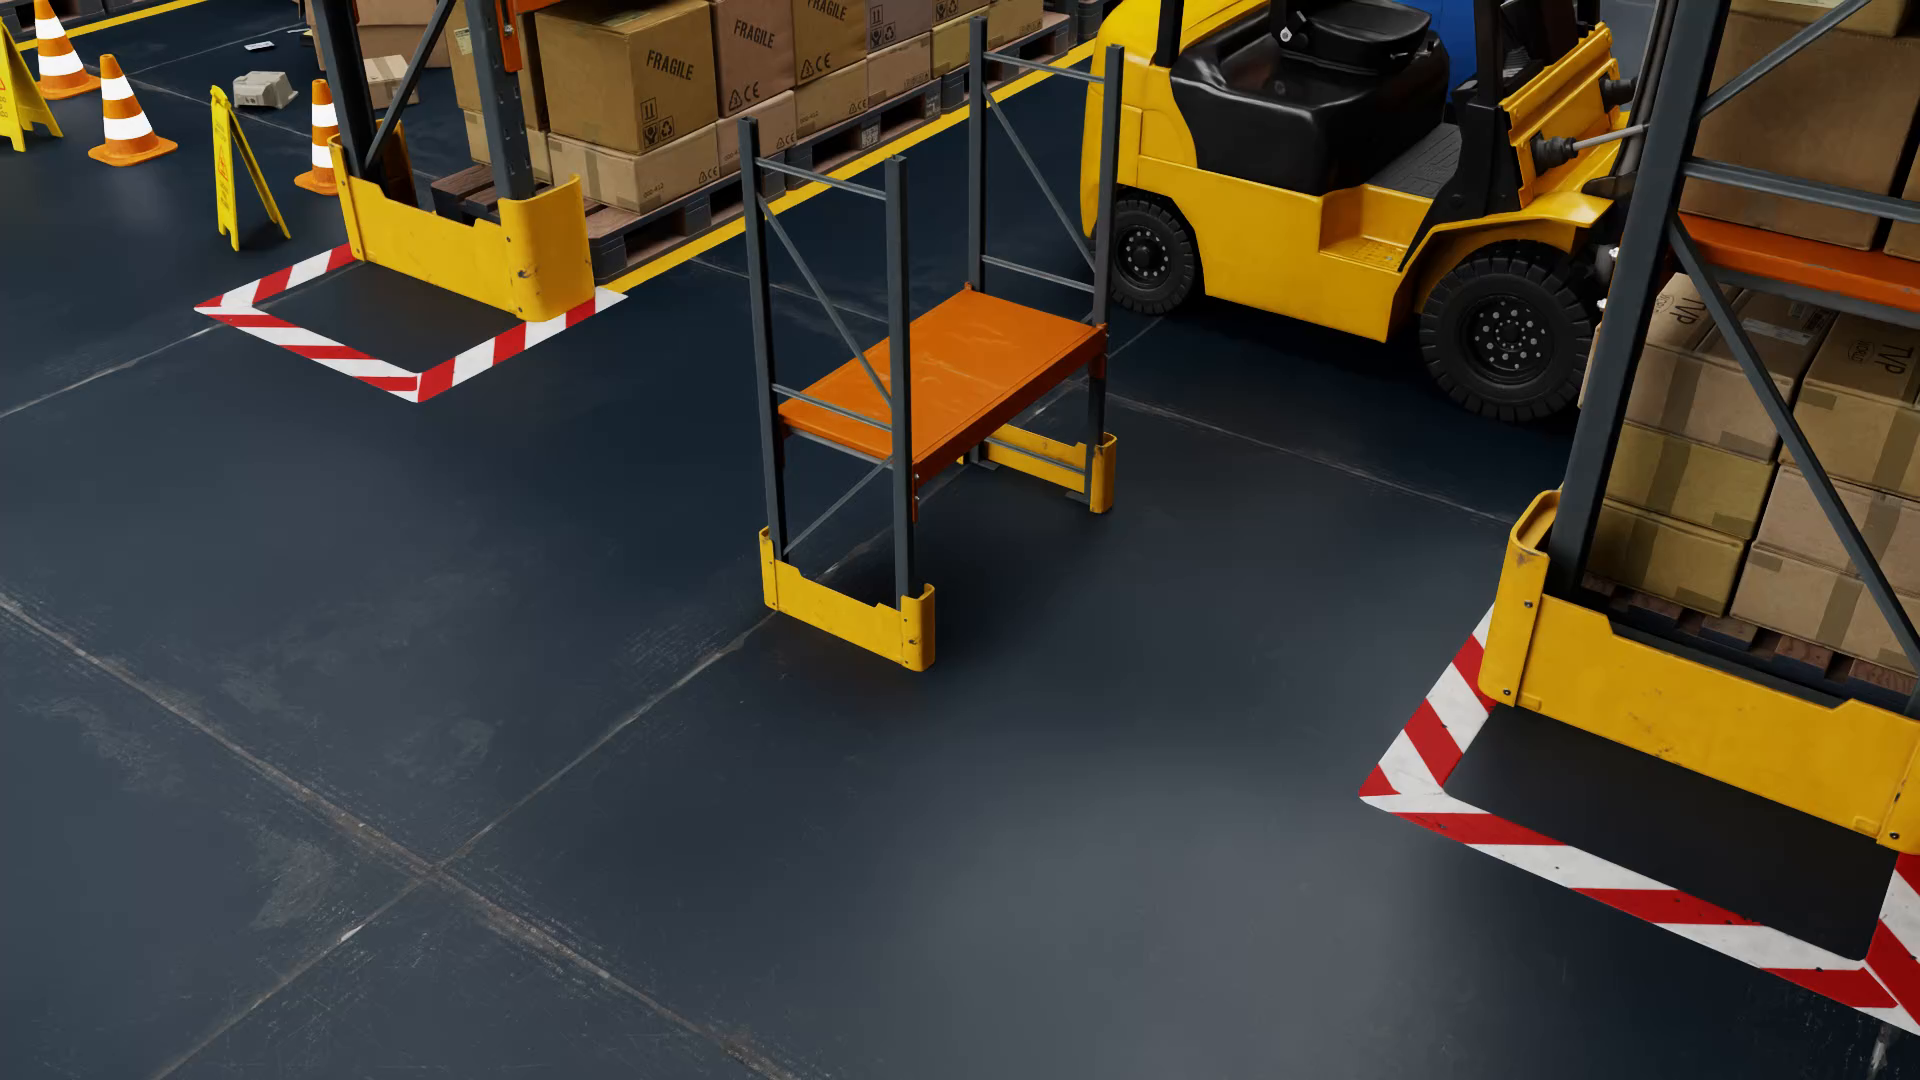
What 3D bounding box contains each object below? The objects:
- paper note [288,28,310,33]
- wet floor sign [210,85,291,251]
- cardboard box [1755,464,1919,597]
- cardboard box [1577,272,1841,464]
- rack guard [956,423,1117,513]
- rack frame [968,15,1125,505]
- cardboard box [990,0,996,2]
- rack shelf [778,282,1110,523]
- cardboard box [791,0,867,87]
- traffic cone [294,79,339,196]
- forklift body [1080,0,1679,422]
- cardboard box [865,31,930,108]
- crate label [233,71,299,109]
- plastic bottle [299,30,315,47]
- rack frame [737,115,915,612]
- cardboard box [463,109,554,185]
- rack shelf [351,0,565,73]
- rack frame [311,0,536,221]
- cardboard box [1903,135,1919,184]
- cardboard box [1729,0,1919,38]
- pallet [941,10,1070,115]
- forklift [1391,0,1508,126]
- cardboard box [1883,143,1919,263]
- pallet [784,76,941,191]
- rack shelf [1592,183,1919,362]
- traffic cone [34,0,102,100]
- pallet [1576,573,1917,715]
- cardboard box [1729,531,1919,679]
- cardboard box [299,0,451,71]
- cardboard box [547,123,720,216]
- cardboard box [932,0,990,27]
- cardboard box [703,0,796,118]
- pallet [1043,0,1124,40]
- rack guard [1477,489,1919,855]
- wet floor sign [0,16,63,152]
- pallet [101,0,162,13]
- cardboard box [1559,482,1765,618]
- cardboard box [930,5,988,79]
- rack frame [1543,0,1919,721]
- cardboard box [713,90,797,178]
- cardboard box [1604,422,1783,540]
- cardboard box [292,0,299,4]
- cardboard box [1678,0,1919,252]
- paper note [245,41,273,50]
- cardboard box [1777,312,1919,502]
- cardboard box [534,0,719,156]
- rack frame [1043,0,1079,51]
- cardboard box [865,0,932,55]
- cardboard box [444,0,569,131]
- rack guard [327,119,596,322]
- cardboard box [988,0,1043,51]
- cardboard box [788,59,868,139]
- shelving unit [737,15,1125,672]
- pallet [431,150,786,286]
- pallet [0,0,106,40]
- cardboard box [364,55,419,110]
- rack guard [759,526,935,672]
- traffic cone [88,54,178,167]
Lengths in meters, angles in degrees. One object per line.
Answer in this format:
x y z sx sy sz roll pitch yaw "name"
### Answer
-3.810 -2.937 9.584 0.123 0.001 0.032 -15 37 -21 "paper note"
-3.054 -1.590 7.025 0.232 0.644 0.267 -22 40 -29 "wet floor sign"
2.452 -0.119 4.382 0.500 0.250 0.500 22 40 29 "cardboard box"
2.019 -0.488 4.480 0.500 0.250 0.500 23 40 30 "cardboard box"
0.240 -0.298 5.467 0.587 0.250 0.087 21 39 28 "rack guard"
0.241 -0.816 5.118 0.500 1.500 0.032 21 39 28 "rack frame"
0.097 -3.139 8.624 0.500 0.500 0.500 21 39 28 "cardboard box"
-0.049 -0.433 4.873 0.538 0.185 1.000 21 39 28 "rack shelf"
-0.779 -2.421 7.562 0.500 0.500 0.500 22 40 29 "cardboard box"
-2.881 -1.870 7.602 0.336 0.463 0.334 21 39 28 "traffic cone"
1.596 -1.831 6.037 2.313 2.155 1.214 21 39 28 "forklift body"
-0.491 -2.348 8.124 0.500 0.250 0.500 22 40 29 "cardboard box"
-3.590 -2.314 8.550 0.250 0.136 0.298 3 34 4 "crate label"
-3.616 -2.878 9.451 0.133 0.061 0.283 8 35 12 "plastic bottle"
-0.338 -0.348 4.426 0.500 1.500 0.032 21 39 28 "rack frame"
-1.813 -1.815 7.335 0.500 0.250 0.500 21 39 28 "cardboard box"
-0.926 -2.933 7.552 1.077 0.370 4.000 21 39 28 "rack shelf"
-2.067 -2.311 5.989 1.000 3.000 0.127 21 39 28 "rack frame"
2.381 -1.315 4.427 0.500 0.500 0.500 23 40 30 "cardboard box"
1.981 -1.286 3.806 0.380 0.149 0.250 22 40 29 "cardboard box"
-0.140 -2.676 9.019 1.003 0.211 1.213 21 39 28 "pallet"
2.591 -3.799 8.252 1.130 2.935 3.031 9 35 14 "forklift"
2.524 -0.908 3.825 0.500 0.500 0.500 23 40 30 "cardboard box"
-0.835 -2.112 8.185 1.003 0.211 1.213 21 39 28 "pallet"
3.153 -1.349 5.210 1.077 0.370 4.000 21 39 28 "rack shelf"
-4.722 -2.585 8.660 0.336 0.463 0.334 21 39 28 "traffic cone"
2.415 0.063 4.969 1.003 0.211 1.213 21 39 28 "pallet"
2.454 0.075 4.542 0.500 0.250 0.500 21 40 28 "cardboard box"
-3.145 -2.894 9.080 0.797 0.503 0.637 -3 34 -4 "cardboard box"
-1.380 -1.629 7.060 0.500 0.250 0.500 21 39 28 "cardboard box"
-0.191 -2.904 8.277 0.500 0.500 0.500 22 40 29 "cardboard box"
-1.072 -2.192 7.224 0.500 0.500 0.500 20 39 27 "cardboard box"
0.657 -3.355 10.023 1.003 0.211 1.213 21 39 28 "pallet"
1.999 0.320 4.331 1.175 0.500 0.348 21 39 28 "rack guard"
-4.581 -2.224 7.963 0.267 0.644 0.232 14 37 20 "wet floor sign"
-5.103 -3.642 10.447 1.003 0.211 1.213 21 39 28 "pallet"
2.021 -0.079 4.769 0.500 0.250 0.500 22 40 28 "cardboard box"
-0.198 -2.580 8.468 0.500 0.250 0.500 20 39 27 "cardboard box"
2.013 -0.727 3.647 1.000 3.000 0.127 21 39 28 "rack frame"
-1.082 -1.861 7.404 0.500 0.250 0.500 23 40 30 "cardboard box"
2.034 -0.293 4.639 0.500 0.250 0.500 21 39 28 "cardboard box"
-3.952 -3.609 10.139 0.500 0.500 0.500 29 44 36 "cardboard box"
2.078 -1.079 4.078 0.500 0.500 0.500 20 39 27 "cardboard box"
-3.926 -2.775 9.327 0.142 0.017 0.144 -22 40 -29 "paper note"
2.443 -0.337 4.257 0.500 0.250 0.500 21 39 28 "cardboard box"
-1.367 -1.950 6.867 0.500 0.500 0.500 20 39 27 "cardboard box"
0.214 -4.152 8.711 1.000 3.000 0.127 21 39 28 "rack frame"
-0.481 -2.669 7.930 0.500 0.500 0.500 24 41 31 "cardboard box"
-1.824 -2.108 7.100 0.500 0.500 0.500 22 40 28 "cardboard box"
-2.023 -1.310 6.741 1.175 0.500 0.348 21 39 28 "rack guard"
0.098 -2.829 8.835 0.500 0.250 0.500 23 40 30 "cardboard box"
-0.782 -2.116 7.781 0.500 0.250 0.500 24 41 31 "cardboard box"
-0.043 -0.586 4.778 0.587 1.500 1.083 21 39 28 "shelving unit"
-1.531 -1.553 7.358 1.003 0.211 1.213 21 39 28 "pallet"
-5.799 -3.083 9.621 1.003 0.211 1.213 21 39 28 "pallet"
-2.979 -2.378 8.633 0.250 0.149 0.380 -15 37 -21 "cardboard box"
-0.327 0.161 4.789 0.587 0.250 0.087 21 39 28 "rack guard"
-3.987 -2.068 7.895 0.336 0.463 0.334 21 39 28 "traffic cone"
